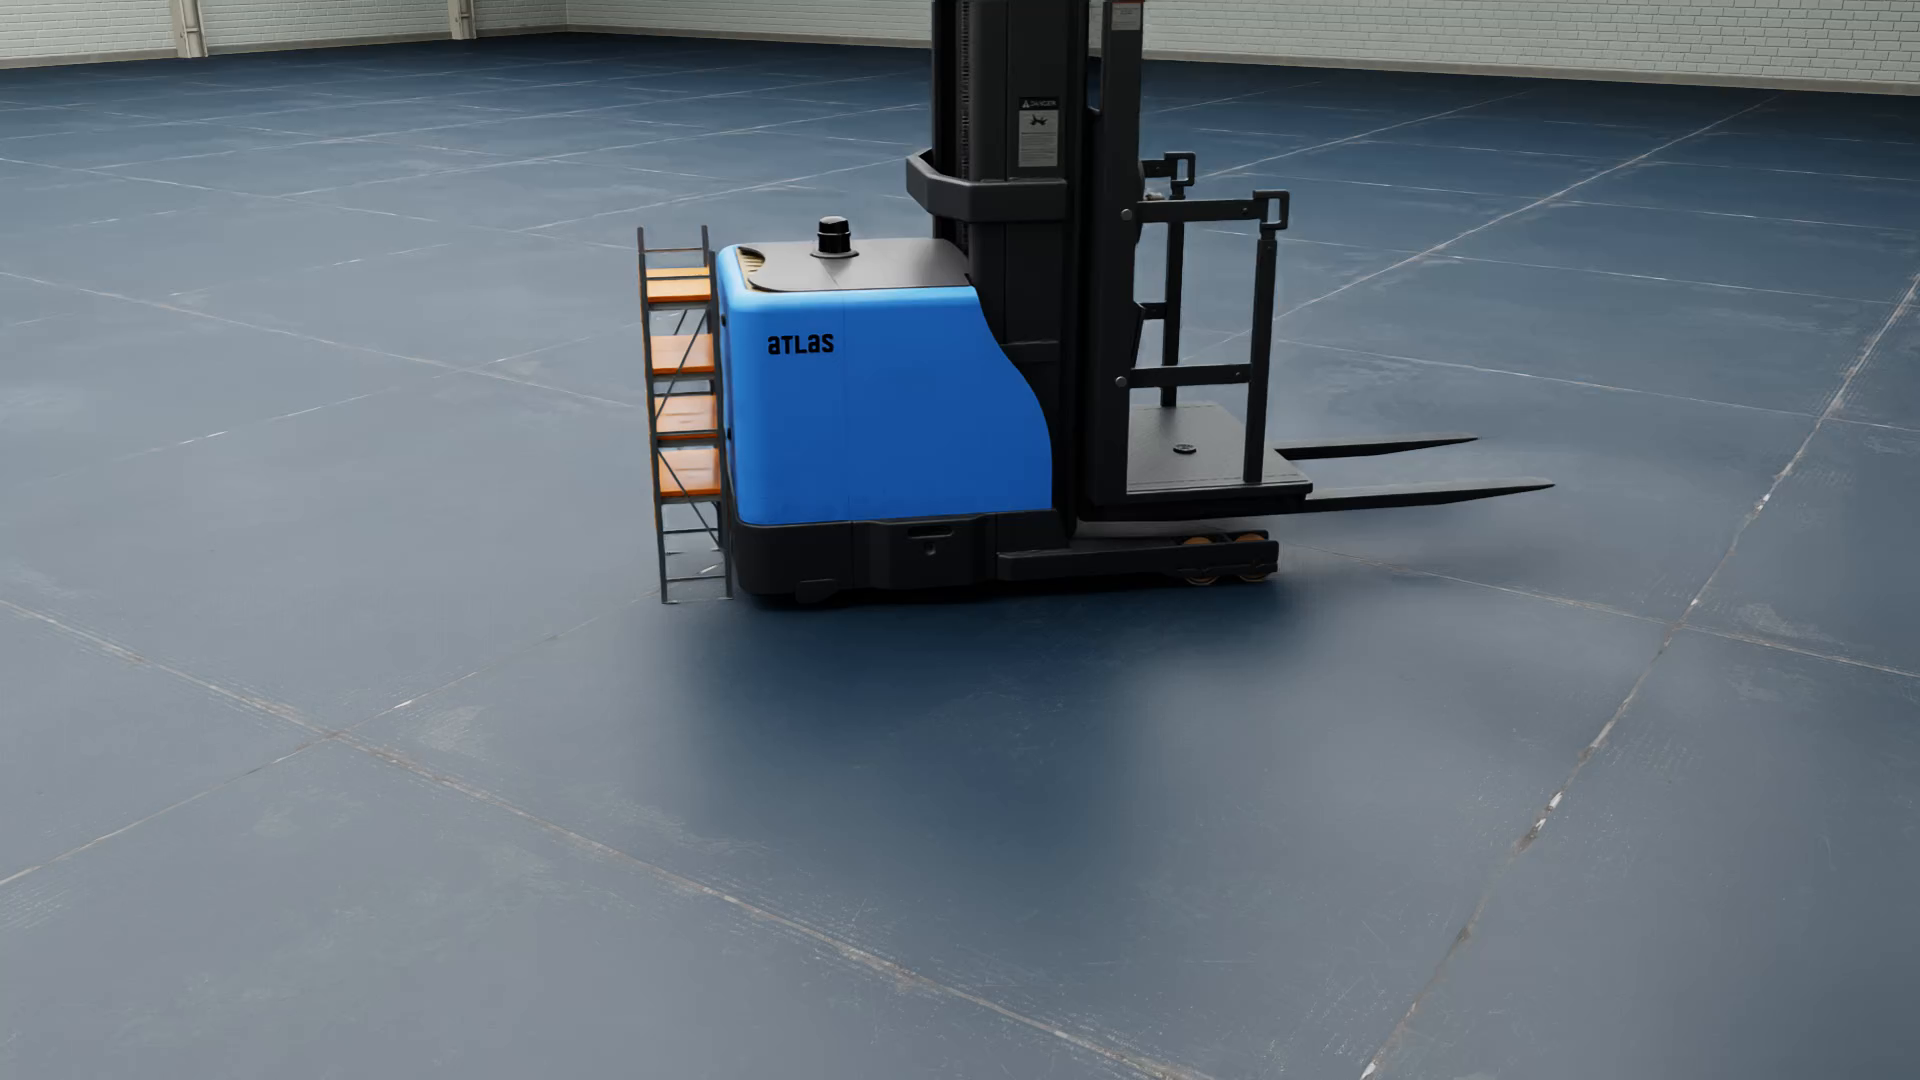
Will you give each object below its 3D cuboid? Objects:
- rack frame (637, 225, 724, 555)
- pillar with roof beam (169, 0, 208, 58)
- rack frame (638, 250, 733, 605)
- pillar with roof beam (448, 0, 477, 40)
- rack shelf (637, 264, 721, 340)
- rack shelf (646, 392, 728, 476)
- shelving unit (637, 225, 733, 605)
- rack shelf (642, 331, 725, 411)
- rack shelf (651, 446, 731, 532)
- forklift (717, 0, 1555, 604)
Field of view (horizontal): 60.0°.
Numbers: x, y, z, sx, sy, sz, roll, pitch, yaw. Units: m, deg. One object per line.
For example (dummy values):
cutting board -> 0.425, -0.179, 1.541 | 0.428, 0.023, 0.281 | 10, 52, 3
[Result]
rack frame -> -0.991, -0.518, 5.935 | 0.240, 1.200, 0.015 | -4, 21, -10
pillar with roof beam -> -9.912, -11.867, 25.375 | 9.100, 9.000, 0.400 | 13, 24, 32
rack frame -> -0.899, -0.352, 5.486 | 0.240, 1.200, 0.015 | -4, 21, -10
pillar with roof beam -> -6.539, -13.588, 30.029 | 9.100, 9.000, 0.400 | 13, 24, 32
rack shelf -> -0.945, -0.803, 5.574 | 0.258, 0.148, 0.480 | -4, 21, -10
rack shelf -> -0.945, -0.372, 5.734 | 0.258, 0.148, 0.480 | -4, 21, -10
shelving unit -> -0.945, -0.435, 5.711 | 0.258, 1.200, 0.503 | -4, 21, -10
rack shelf -> -0.945, -0.581, 5.656 | 0.258, 0.148, 0.480 | -4, 21, -10
rack shelf -> -0.945, -0.185, 5.803 | 0.258, 0.148, 0.480 | -4, 21, -10
forklift -> 0.665, -1.391, 5.801 | 3.031, 2.935, 1.130 | -4, 21, -10
